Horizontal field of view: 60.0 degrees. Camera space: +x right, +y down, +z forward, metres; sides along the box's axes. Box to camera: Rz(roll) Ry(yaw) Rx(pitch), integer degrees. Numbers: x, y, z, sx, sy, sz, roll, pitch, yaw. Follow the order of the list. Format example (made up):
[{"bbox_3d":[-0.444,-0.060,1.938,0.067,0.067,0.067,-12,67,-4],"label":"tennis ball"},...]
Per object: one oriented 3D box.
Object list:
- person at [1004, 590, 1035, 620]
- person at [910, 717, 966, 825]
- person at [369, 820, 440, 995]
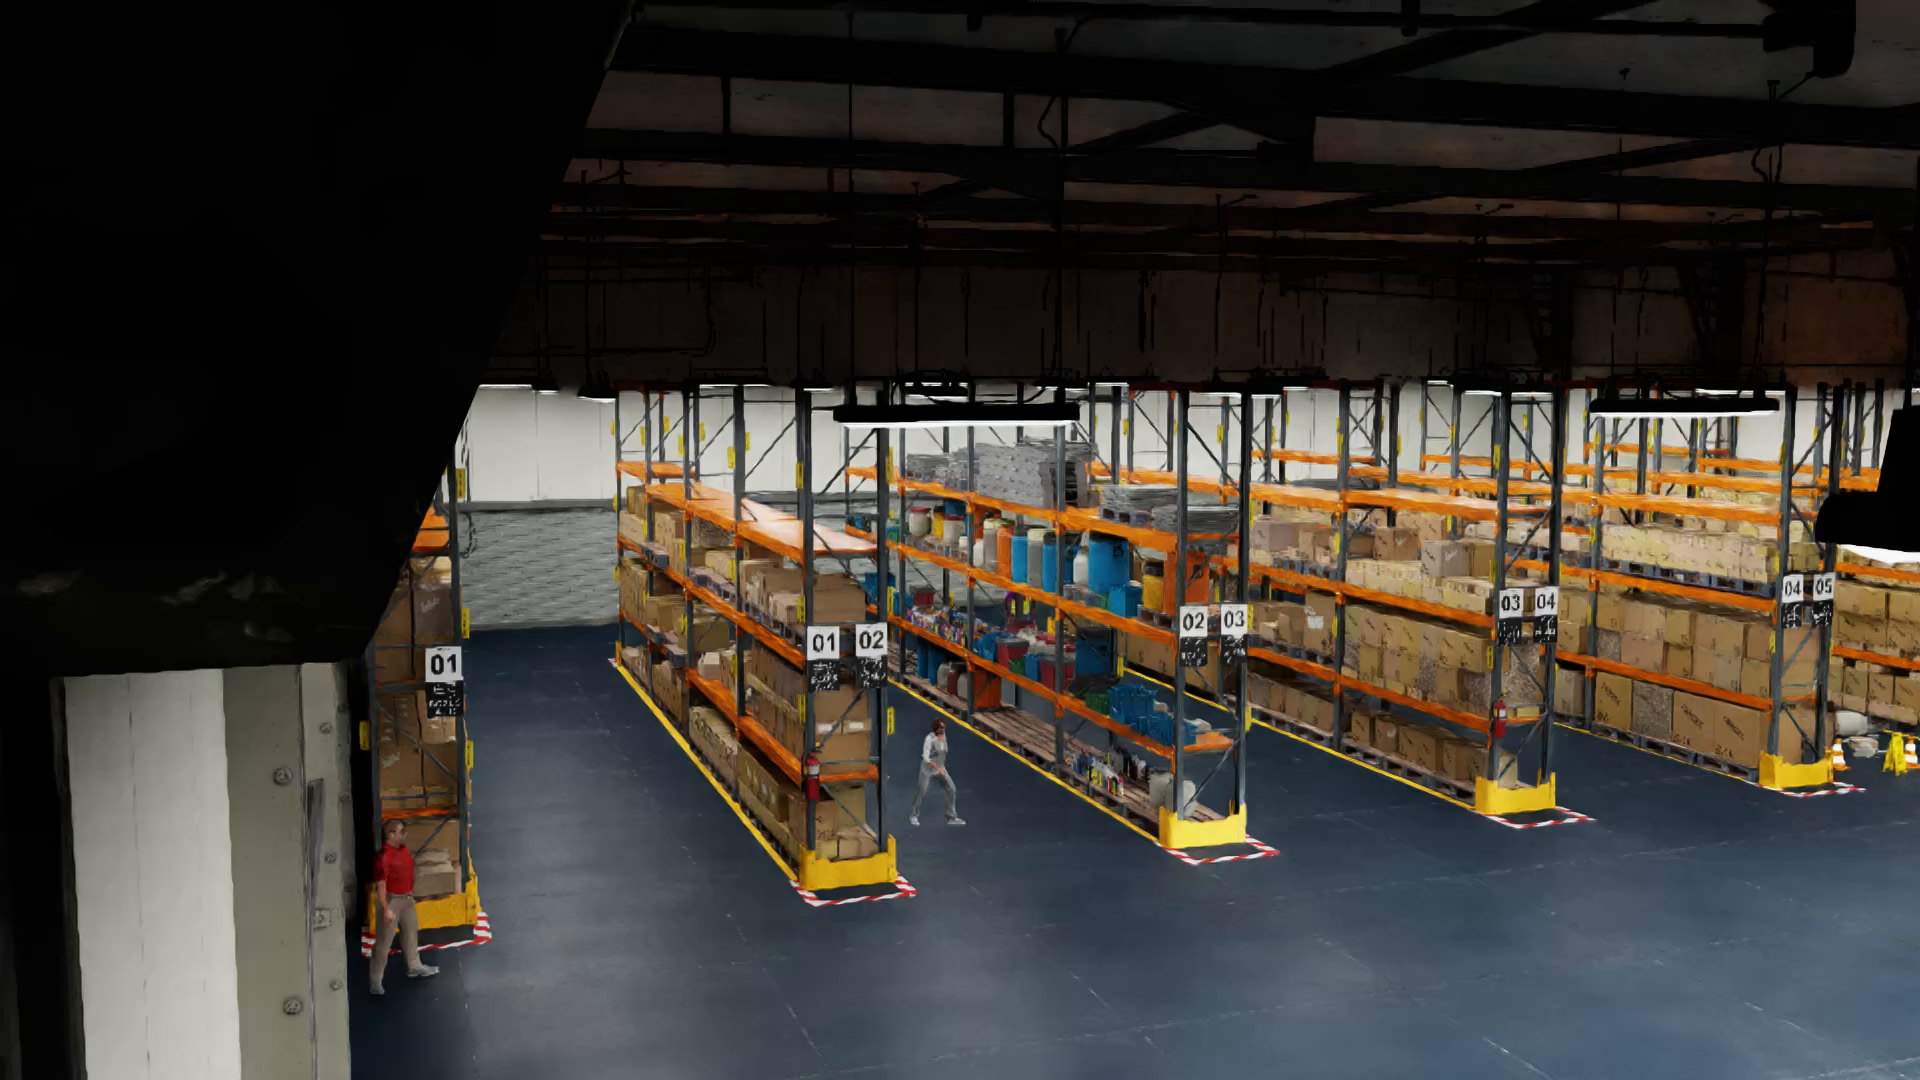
[{"bbox_3d":[1.331,1.617,36.629,0.719,1.714,0.578,-2,6,-21],"label":"person"},{"bbox_3d":[-0.352,3.157,22.764,0.568,1.535,0.739,-5,8,-41],"label":"person"},{"bbox_3d":[-5.722,3.677,16.910,0.519,1.722,0.728,1,6,11],"label":"person"}]
